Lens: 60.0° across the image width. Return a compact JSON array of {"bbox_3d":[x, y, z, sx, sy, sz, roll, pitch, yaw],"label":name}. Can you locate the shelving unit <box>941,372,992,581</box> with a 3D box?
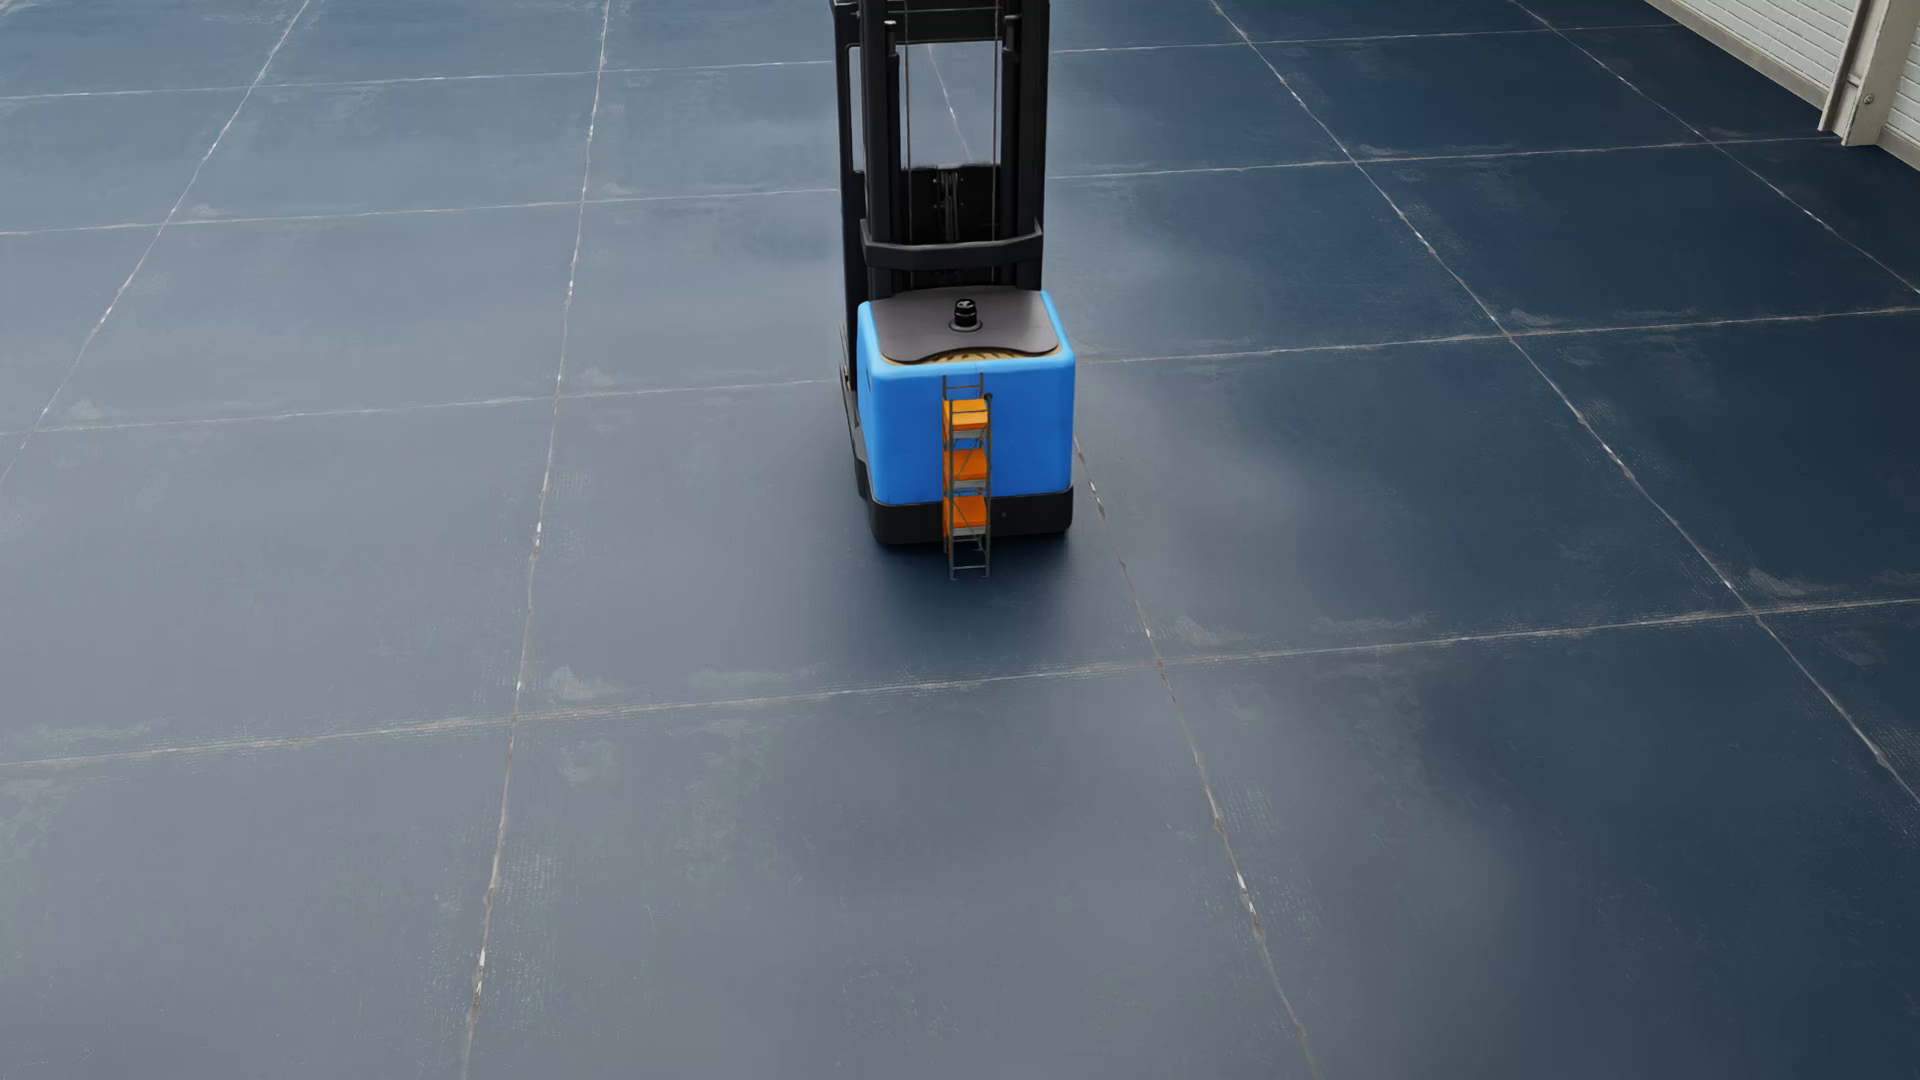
[{"bbox_3d":[0.032,-0.305,8.265,0.215,1.050,0.252,-4,35,-7],"label":"shelving unit"}]

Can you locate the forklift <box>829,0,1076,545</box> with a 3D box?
[{"bbox_3d":[-0.126,-2.005,9.089,1.130,2.935,3.031,-4,35,-7],"label":"forklift"}]

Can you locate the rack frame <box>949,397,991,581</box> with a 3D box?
[{"bbox_3d":[0.049,-0.237,8.165,0.200,1.050,0.008,-4,35,-7],"label":"rack frame"}]

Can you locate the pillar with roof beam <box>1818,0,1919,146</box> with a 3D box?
[{"bbox_3d":[2.996,-6.693,10.581,9.100,9.000,0.400,-4,35,-6],"label":"pillar with roof beam"}]

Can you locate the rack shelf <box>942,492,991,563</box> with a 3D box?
[{"bbox_3d":[0.032,-0.066,8.427,0.215,0.259,0.240,-4,35,-7],"label":"rack shelf"}]

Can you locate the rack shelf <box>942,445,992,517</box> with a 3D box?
[{"bbox_3d":[0.032,-0.296,8.271,0.215,0.259,0.240,-4,35,-7],"label":"rack shelf"}]

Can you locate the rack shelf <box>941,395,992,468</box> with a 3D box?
[{"bbox_3d":[0.032,-0.530,8.111,0.215,0.259,0.240,-4,35,-7],"label":"rack shelf"}]

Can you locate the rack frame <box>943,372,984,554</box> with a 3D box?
[{"bbox_3d":[0.015,-0.373,8.365,0.200,1.050,0.008,-4,35,-7],"label":"rack frame"}]
